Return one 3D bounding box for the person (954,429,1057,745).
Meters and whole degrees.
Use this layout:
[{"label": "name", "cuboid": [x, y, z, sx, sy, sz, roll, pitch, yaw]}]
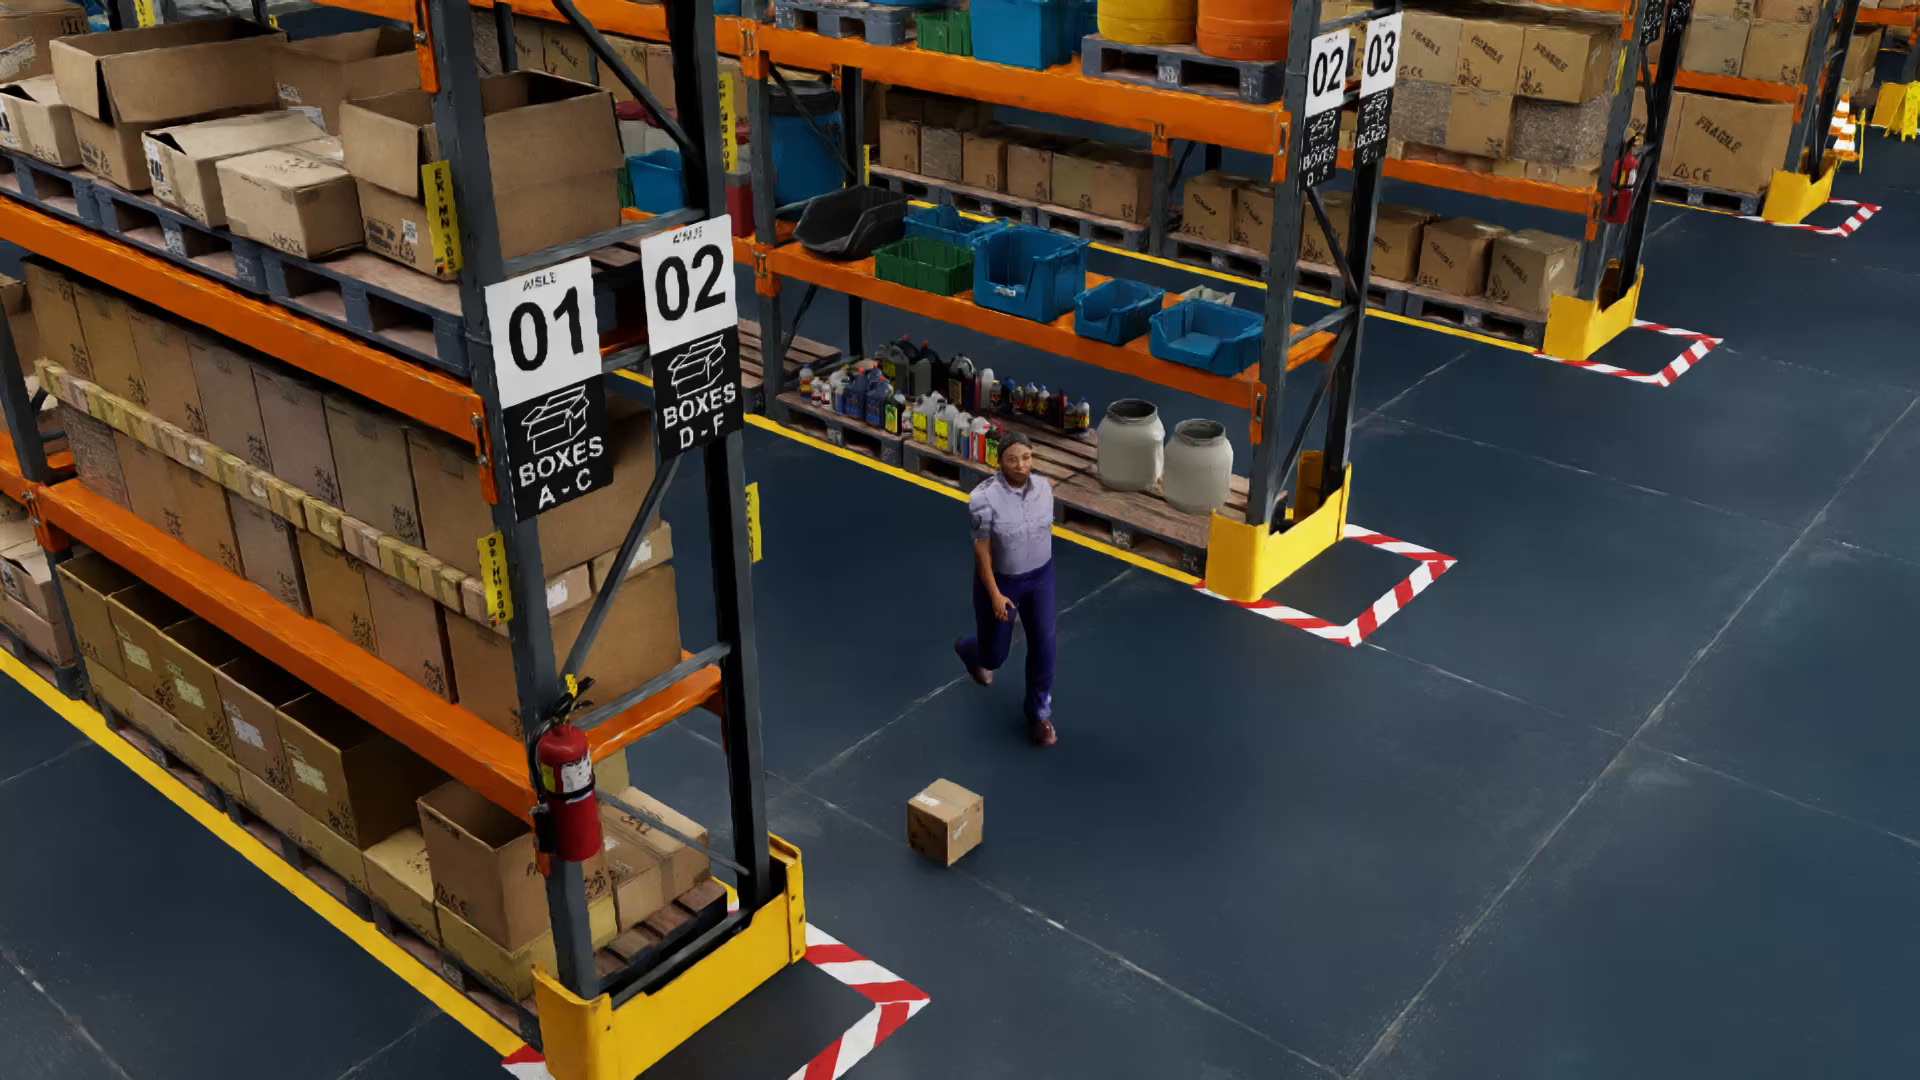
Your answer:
[{"label": "person", "cuboid": [0.255, 0.184, 8.286, 0.504, 1.613, 0.800, -12, 30, -22]}]
